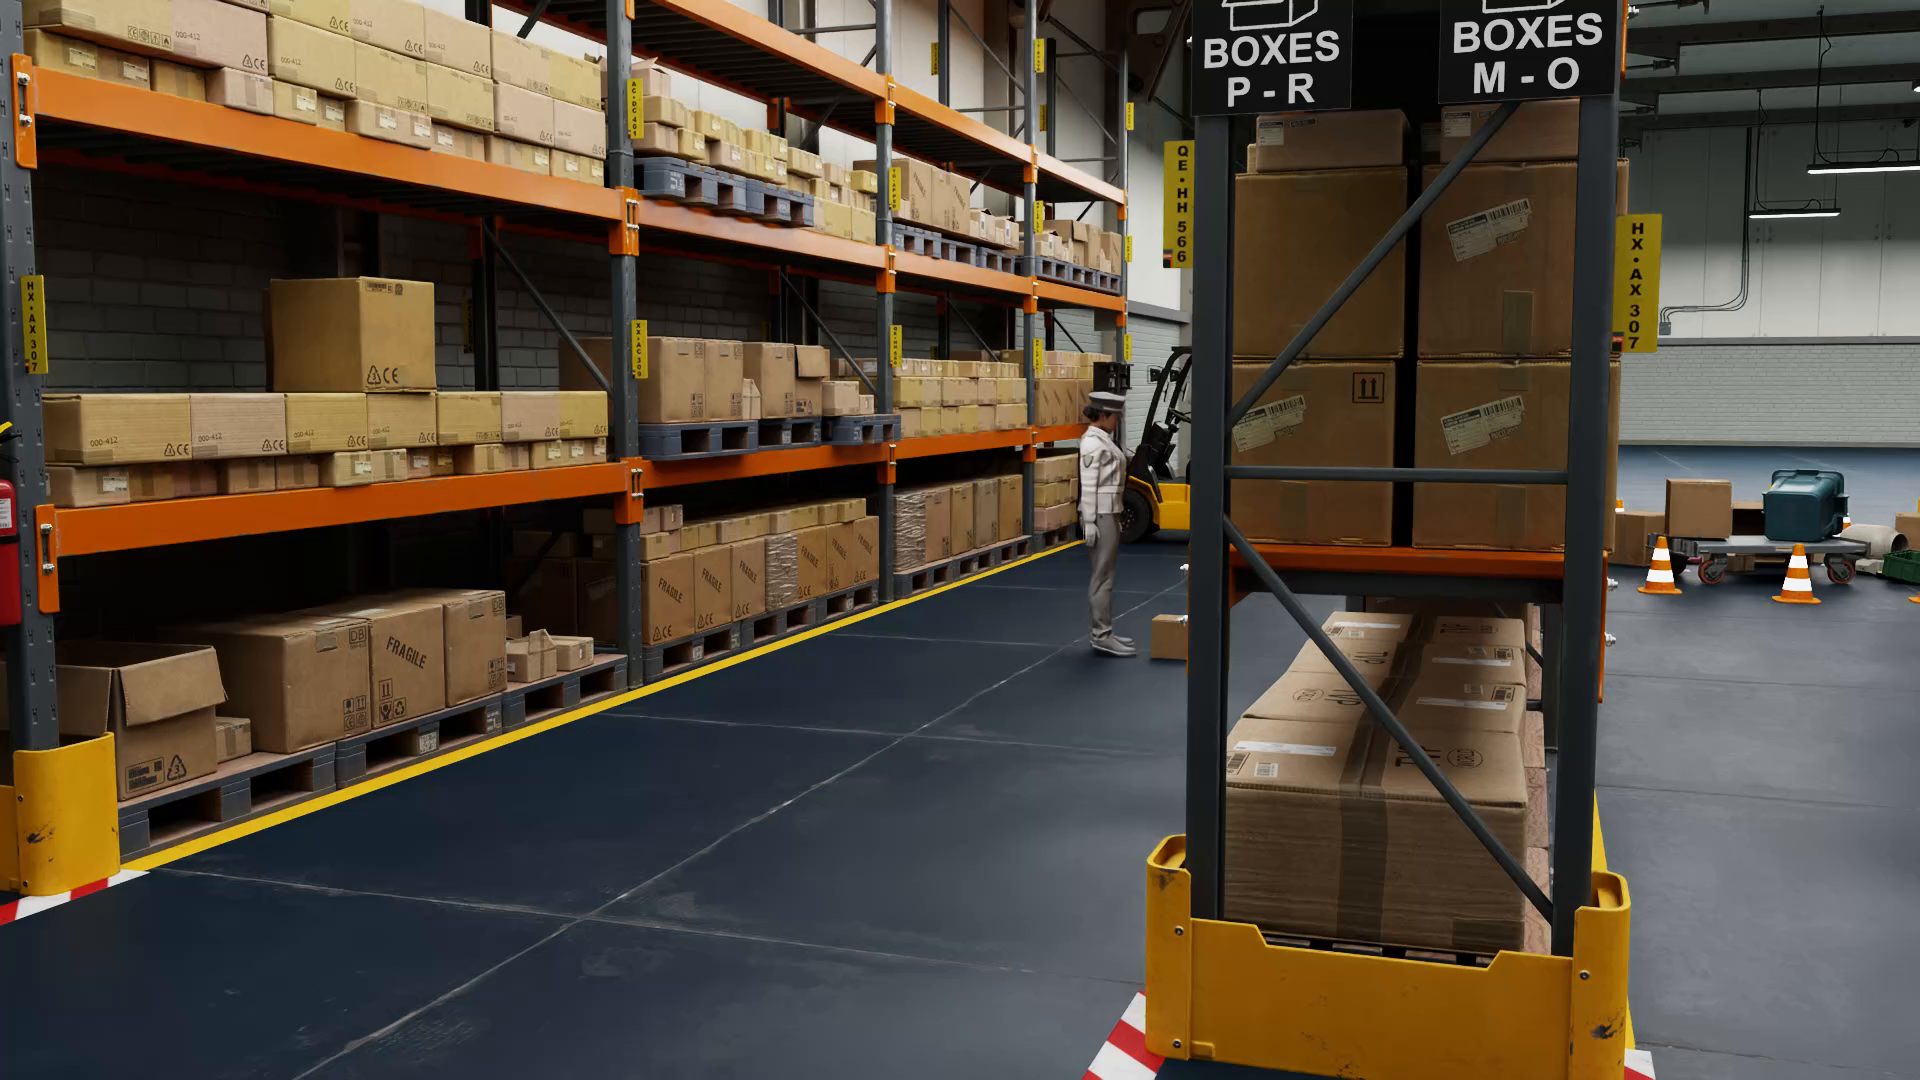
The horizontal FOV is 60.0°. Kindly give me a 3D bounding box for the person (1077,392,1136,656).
[{"bbox_3d":[0.962,-0.110,10.759,0.402,1.683,0.538,1,5,12],"label":"person"}]
